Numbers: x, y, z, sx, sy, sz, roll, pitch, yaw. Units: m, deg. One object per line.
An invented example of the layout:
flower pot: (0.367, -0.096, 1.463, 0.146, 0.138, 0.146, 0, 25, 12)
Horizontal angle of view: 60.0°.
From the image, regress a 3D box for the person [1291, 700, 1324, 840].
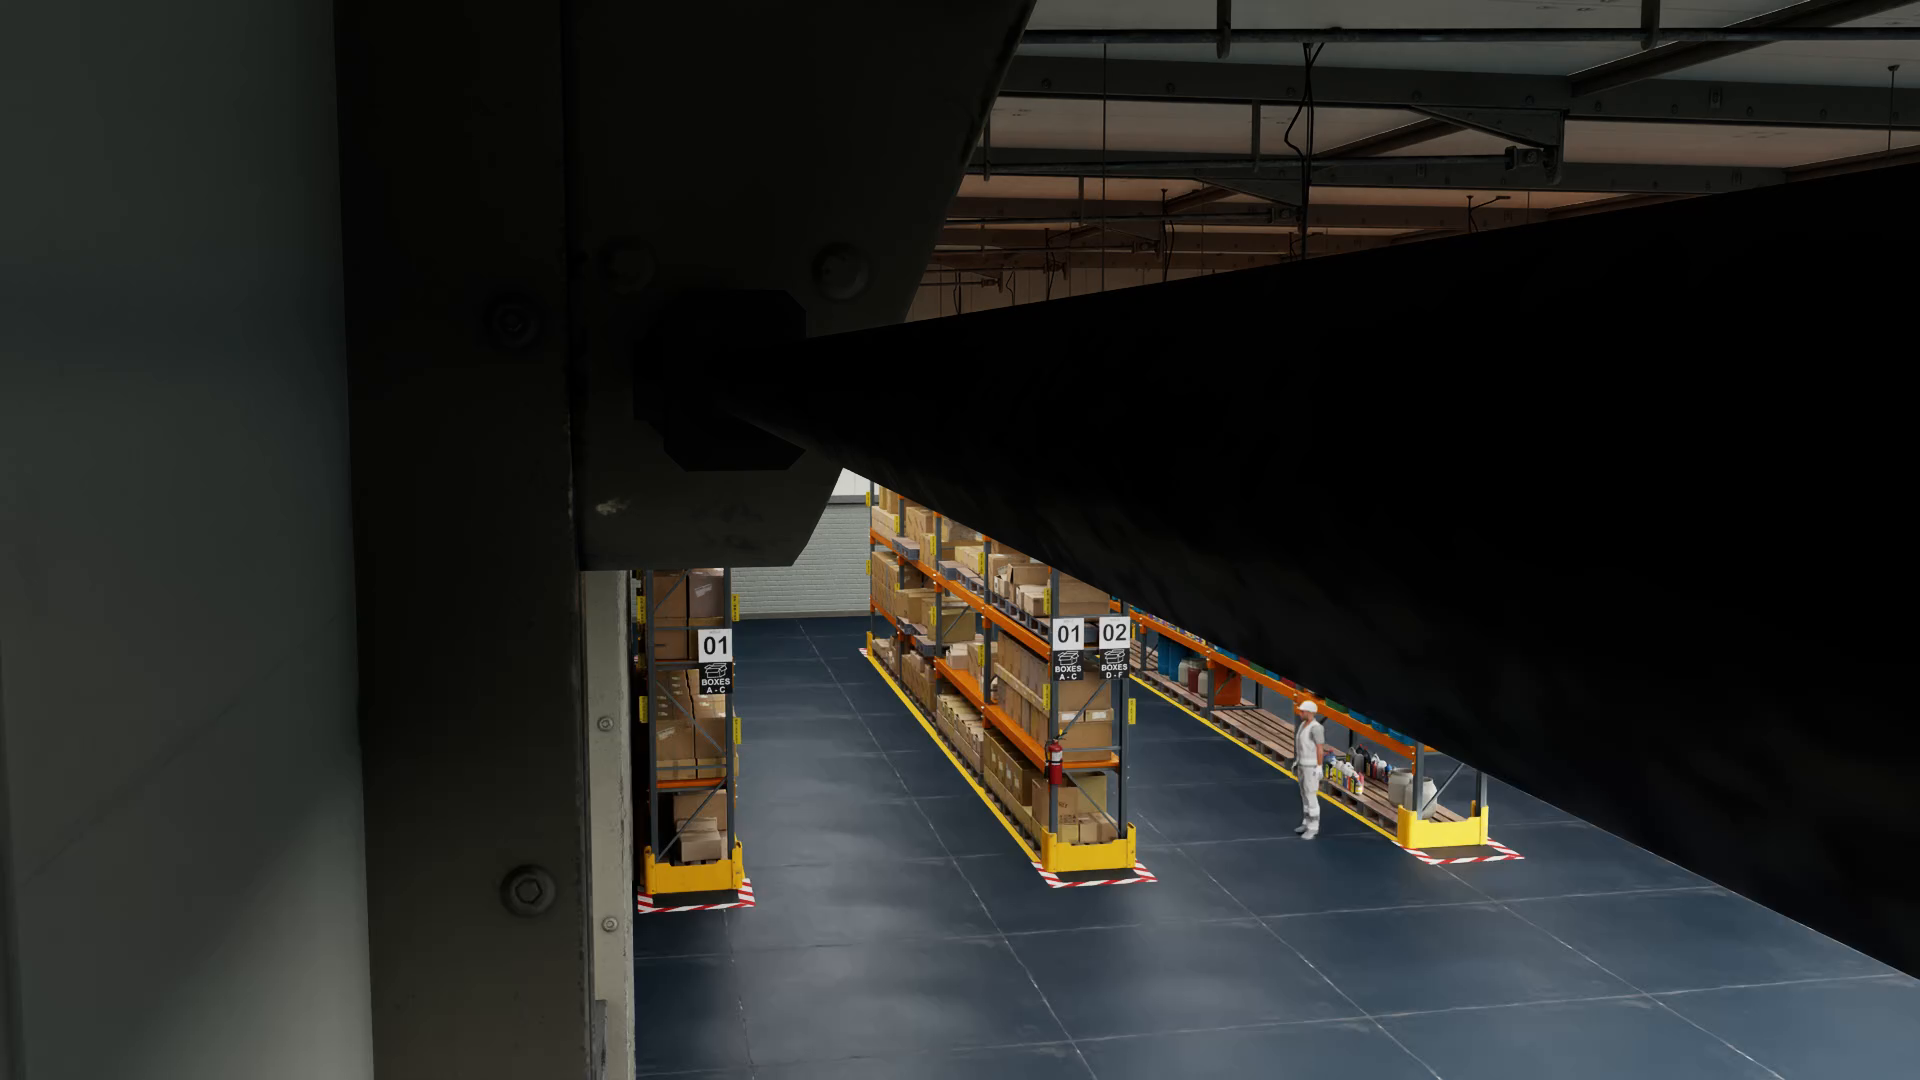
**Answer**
person: (4.709, 3.090, 22.555, 0.390, 1.814, 0.644, -1, 6, -12)
